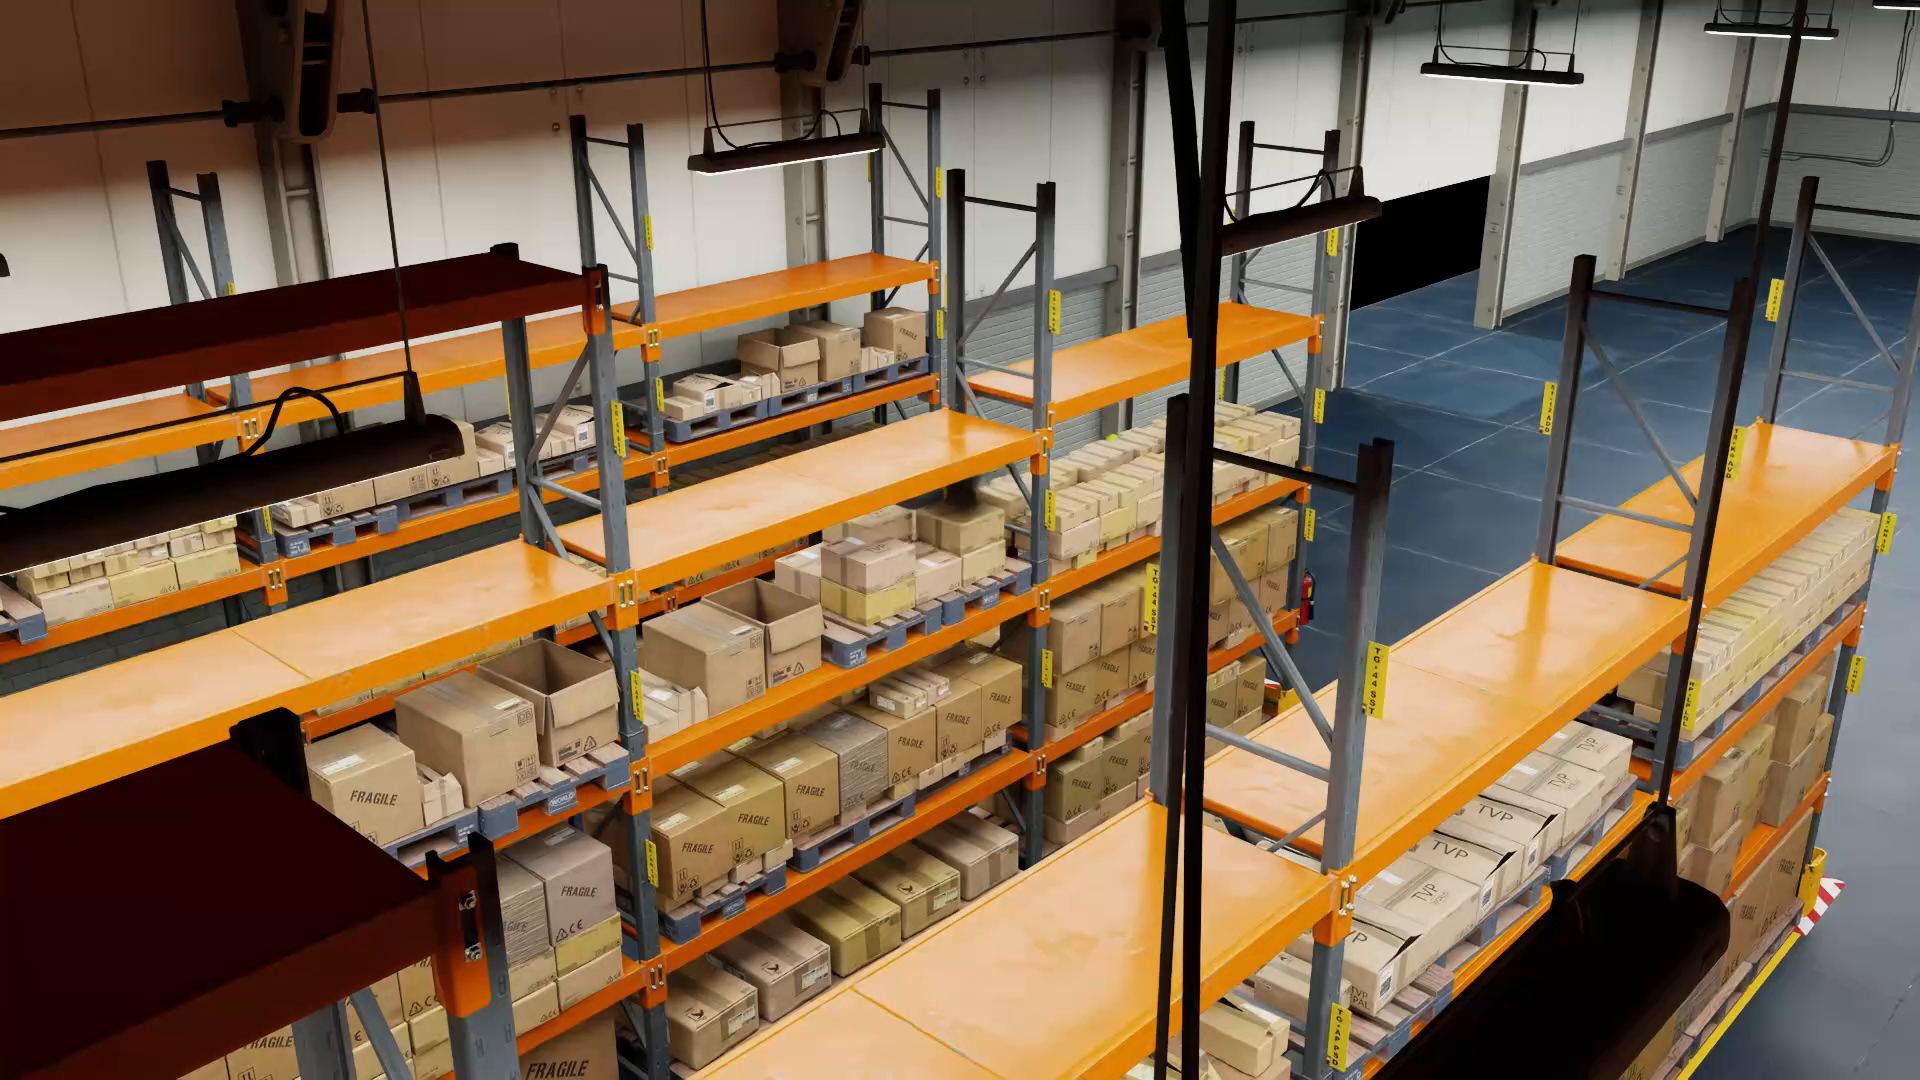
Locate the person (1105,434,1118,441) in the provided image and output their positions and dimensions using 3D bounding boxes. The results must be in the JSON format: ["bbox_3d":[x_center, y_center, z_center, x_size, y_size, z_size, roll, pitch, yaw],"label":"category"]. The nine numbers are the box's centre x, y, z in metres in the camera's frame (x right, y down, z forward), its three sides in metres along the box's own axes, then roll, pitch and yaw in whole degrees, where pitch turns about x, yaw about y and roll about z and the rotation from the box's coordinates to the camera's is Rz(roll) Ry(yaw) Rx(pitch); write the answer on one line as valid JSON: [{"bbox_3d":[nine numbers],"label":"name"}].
[{"bbox_3d":[1.859,-0.455,20.728,0.492,1.768,0.653,13,25,29],"label":"person"}]
